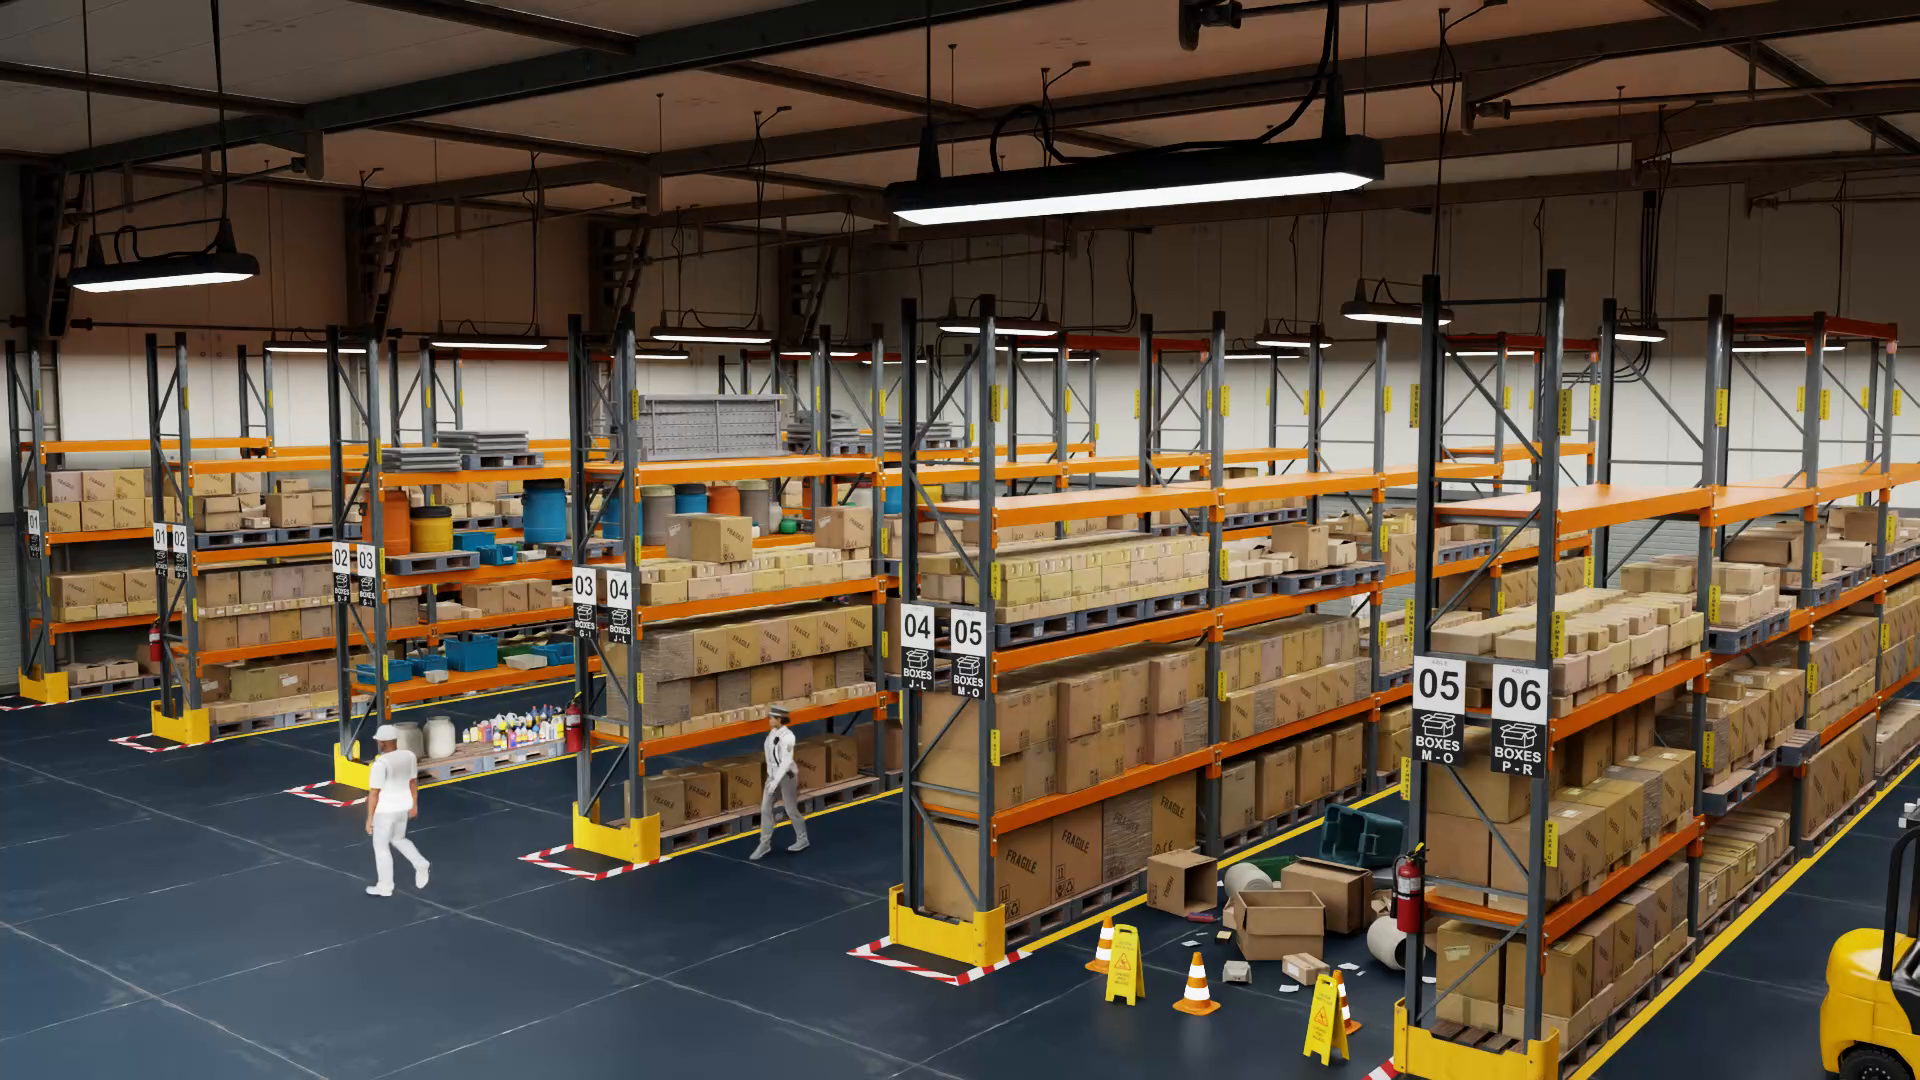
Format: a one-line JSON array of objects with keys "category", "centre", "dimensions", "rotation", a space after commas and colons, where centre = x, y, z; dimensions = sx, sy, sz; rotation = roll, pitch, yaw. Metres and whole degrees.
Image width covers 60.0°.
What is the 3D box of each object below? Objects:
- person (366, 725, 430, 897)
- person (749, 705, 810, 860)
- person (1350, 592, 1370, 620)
[{"category": "person", "centre": [-5.766, 2.756, 16.975], "dimensions": [0.647, 1.761, 0.625], "rotation": [3, 6, 29]}, {"category": "person", "centre": [-2.030, 2.687, 18.519], "dimensions": [0.731, 1.708, 0.510], "rotation": [-4, 7, -39]}, {"category": "person", "centre": [7.546, 1.525, 31.171], "dimensions": [0.482, 1.636, 0.532], "rotation": [0, 5, -2]}]
